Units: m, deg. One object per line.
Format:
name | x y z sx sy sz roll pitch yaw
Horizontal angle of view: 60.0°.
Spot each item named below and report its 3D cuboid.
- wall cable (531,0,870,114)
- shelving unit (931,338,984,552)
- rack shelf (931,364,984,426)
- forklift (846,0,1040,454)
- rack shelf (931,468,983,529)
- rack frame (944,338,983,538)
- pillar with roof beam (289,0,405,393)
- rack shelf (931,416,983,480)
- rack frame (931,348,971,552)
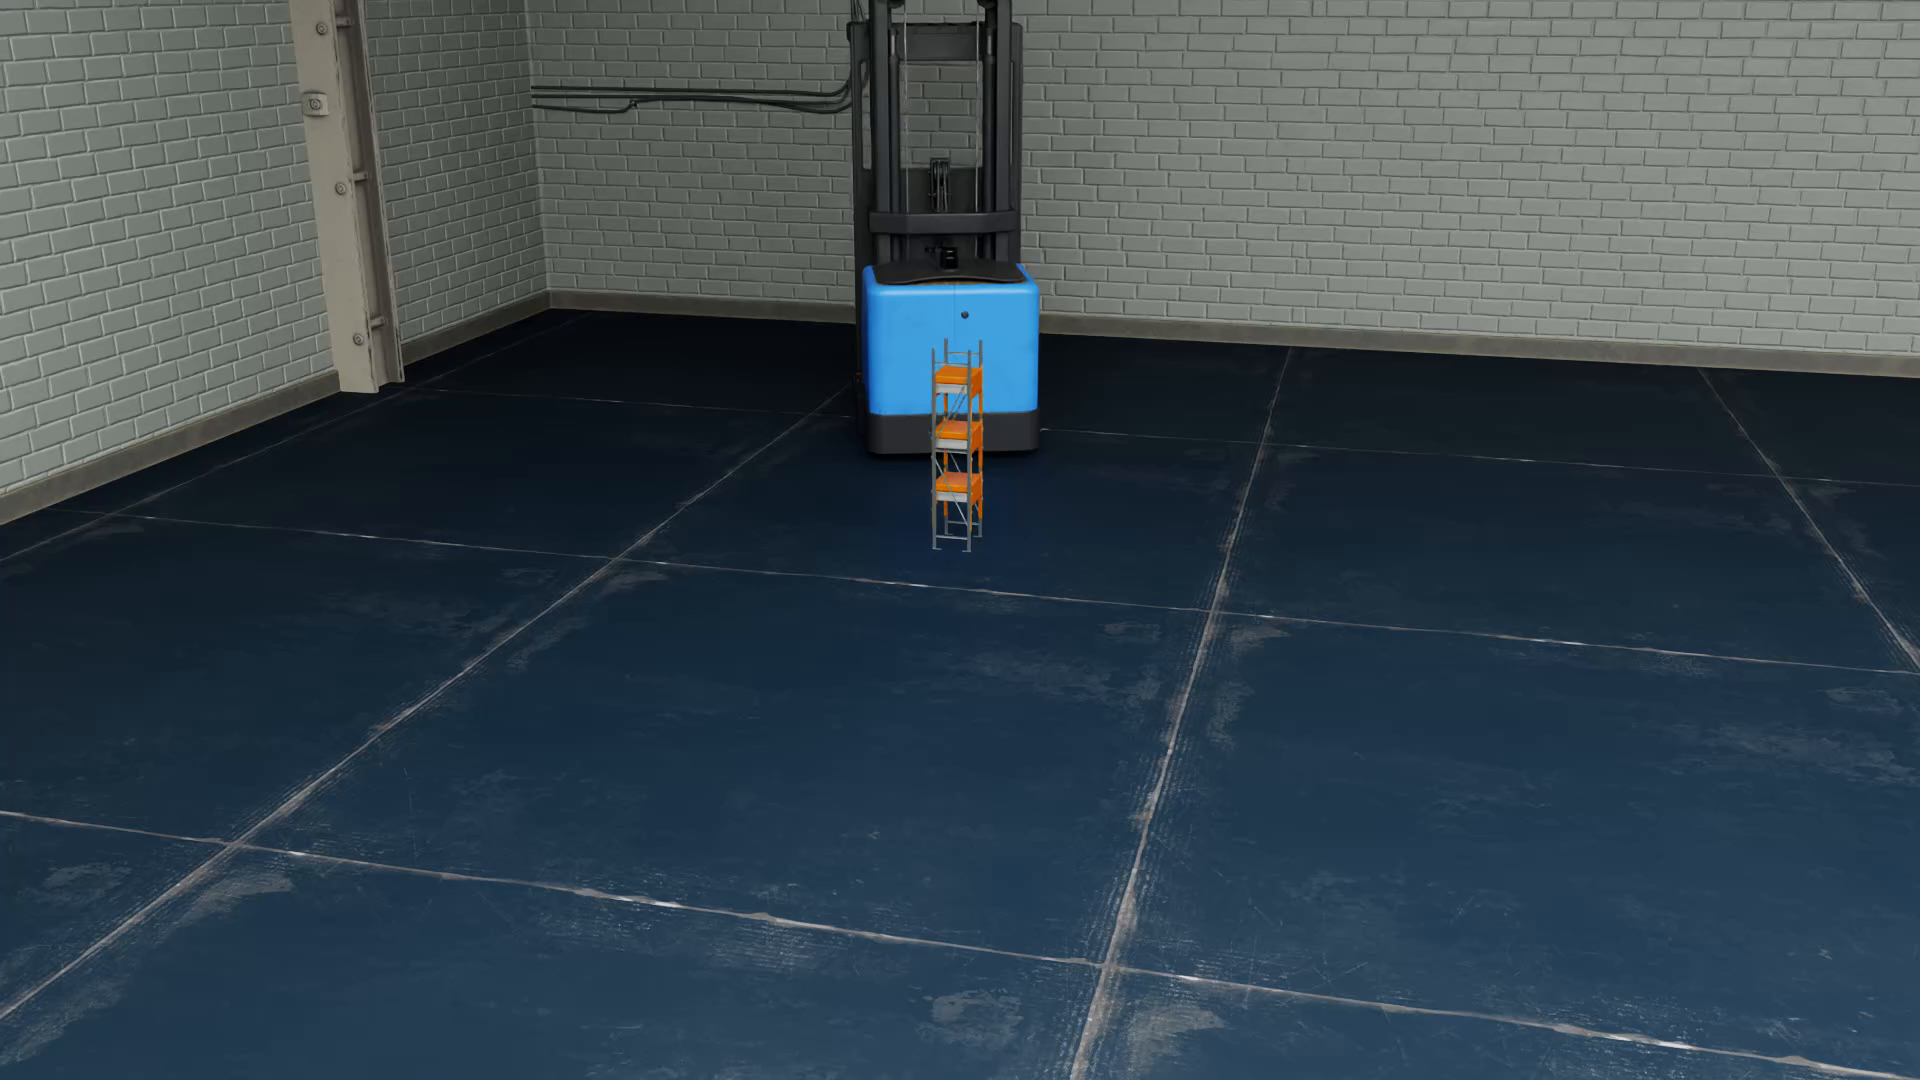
wall cable | -2.221 -4.715 13.373 3.097 2.526 0.112 5 19 13
shelving unit | -0.013 -0.480 8.469 0.215 1.050 0.252 5 19 13
rack shelf | -0.013 -0.739 8.380 0.215 0.259 0.240 5 19 13
forklift | -0.171 -2.333 10.982 1.130 2.935 3.031 -2 19 -5
rack shelf | -0.013 -0.207 8.562 0.215 0.259 0.240 5 19 13
rack frame | 0.017 -0.518 8.581 0.200 1.050 0.008 5 19 13
pillar with roof beam | -0.048 -5.025 9.478 9.100 9.000 0.400 5 19 13
rack shelf | -0.013 -0.470 8.472 0.215 0.259 0.240 5 19 13
rack frame | -0.043 -0.442 8.357 0.200 1.050 0.008 5 19 13
